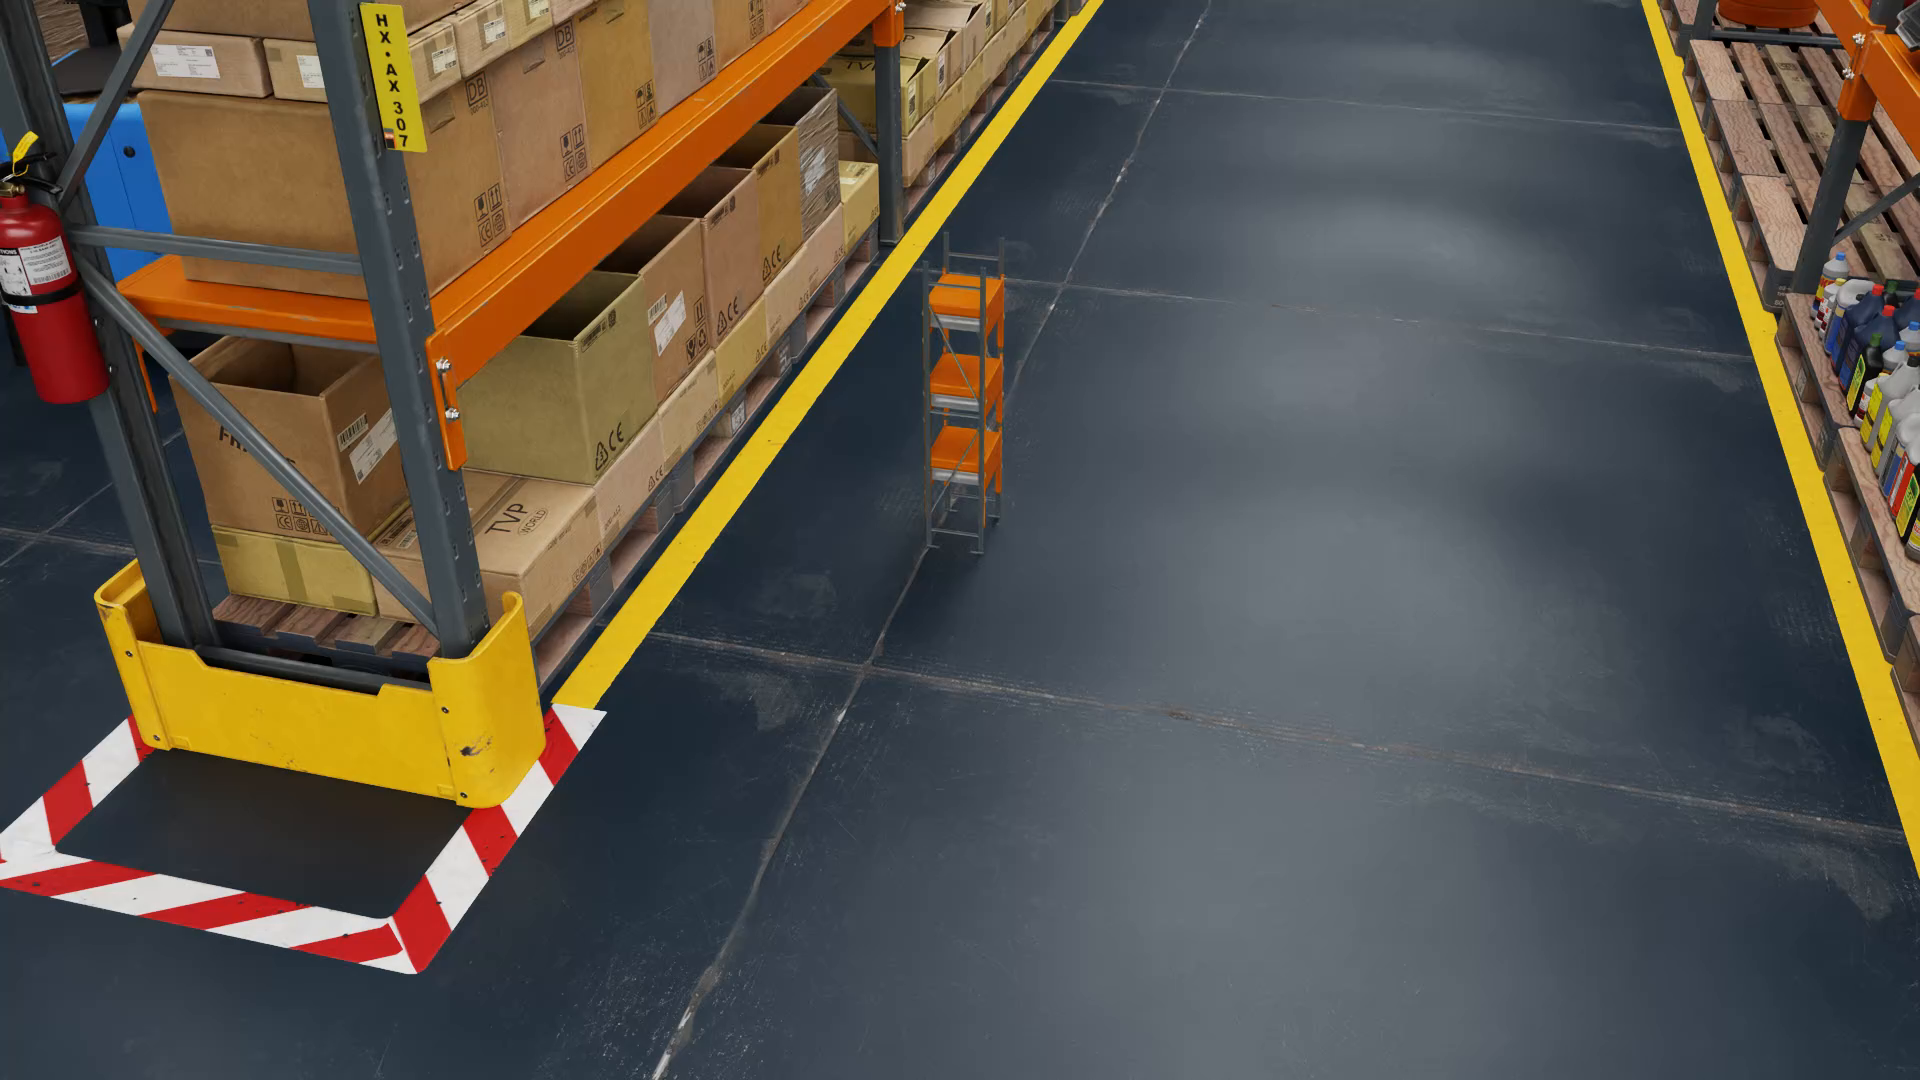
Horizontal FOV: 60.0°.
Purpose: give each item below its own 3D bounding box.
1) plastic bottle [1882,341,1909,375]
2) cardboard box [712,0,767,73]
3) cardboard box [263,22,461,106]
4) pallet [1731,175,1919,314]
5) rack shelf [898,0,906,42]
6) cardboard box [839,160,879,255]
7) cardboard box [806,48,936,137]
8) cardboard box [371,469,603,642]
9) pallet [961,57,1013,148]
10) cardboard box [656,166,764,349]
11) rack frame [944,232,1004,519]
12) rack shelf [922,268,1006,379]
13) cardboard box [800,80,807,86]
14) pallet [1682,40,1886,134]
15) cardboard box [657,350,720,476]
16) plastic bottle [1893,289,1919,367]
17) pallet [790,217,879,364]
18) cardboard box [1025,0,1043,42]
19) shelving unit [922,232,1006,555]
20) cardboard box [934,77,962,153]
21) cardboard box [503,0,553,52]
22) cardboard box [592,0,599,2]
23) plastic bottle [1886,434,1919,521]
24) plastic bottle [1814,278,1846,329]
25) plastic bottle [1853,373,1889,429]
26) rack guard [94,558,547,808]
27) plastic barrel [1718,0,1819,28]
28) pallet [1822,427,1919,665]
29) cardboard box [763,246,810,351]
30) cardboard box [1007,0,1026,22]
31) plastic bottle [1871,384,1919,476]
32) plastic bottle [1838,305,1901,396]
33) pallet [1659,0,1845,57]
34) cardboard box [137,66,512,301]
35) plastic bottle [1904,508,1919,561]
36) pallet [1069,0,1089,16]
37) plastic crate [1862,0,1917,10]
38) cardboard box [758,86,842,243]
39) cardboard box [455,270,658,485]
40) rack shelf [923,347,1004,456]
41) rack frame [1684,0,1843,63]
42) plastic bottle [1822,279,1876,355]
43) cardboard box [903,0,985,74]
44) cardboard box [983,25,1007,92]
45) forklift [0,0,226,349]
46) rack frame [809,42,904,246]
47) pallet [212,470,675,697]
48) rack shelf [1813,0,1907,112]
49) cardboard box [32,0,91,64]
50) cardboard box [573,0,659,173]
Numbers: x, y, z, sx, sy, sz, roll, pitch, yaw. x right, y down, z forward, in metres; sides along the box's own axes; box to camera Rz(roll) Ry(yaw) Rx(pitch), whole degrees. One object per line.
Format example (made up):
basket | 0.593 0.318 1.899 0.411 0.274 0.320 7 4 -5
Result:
plastic bottle | 3.364 -0.591 6.016 0.097 0.271 0.097 0 32 0
cardboard box | -1.136 -2.051 6.087 0.700 0.500 0.500 9 33 13
cardboard box | -1.478 -1.189 4.127 0.380 0.149 0.250 8 33 12
pallet | 4.181 -1.334 7.652 1.003 0.211 1.213 8 33 12
rack shelf | -0.264 -3.509 9.144 1.077 0.370 4.000 8 33 12
cardboard box | -0.677 -1.521 7.518 0.500 0.250 0.500 8 33 12
cardboard box | -0.425 -2.209 8.077 0.500 0.311 0.500 8 33 13
cardboard box | -1.435 0.036 5.068 0.500 0.250 0.500 8 33 12
pallet | -0.314 -2.621 9.675 1.003 0.211 1.213 8 33 12
cardboard box | -1.052 -1.058 6.091 0.500 0.500 0.500 8 33 12
rack frame | 0.045 -0.534 5.612 0.200 1.050 0.008 8 33 12
rack shelf | 0.014 -0.701 5.365 0.215 0.259 0.240 8 33 12
cardboard box | -0.946 -2.277 8.185 0.500 0.311 0.500 8 33 12
pallet | 4.800 -2.600 9.644 1.003 0.211 1.213 8 33 12
cardboard box | -1.184 -0.483 5.885 0.500 0.250 0.500 8 33 12
plastic bottle | 3.552 -0.784 6.246 0.144 0.351 0.185 8 33 12
pallet | -1.014 -1.191 7.426 1.003 0.211 1.213 8 33 12
cardboard box | 0.219 -3.293 10.305 0.500 0.250 0.500 8 33 12
shelving unit | 0.014 -0.471 5.512 0.215 1.050 0.252 8 33 12
cardboard box | -0.298 -2.232 8.637 0.500 0.250 0.500 9 33 14
cardboard box | -1.349 -1.456 4.546 0.380 0.149 0.250 8 33 13
cardboard box | -1.218 -1.725 4.970 0.380 0.149 0.250 7 33 11
plastic bottle | 3.136 -0.199 5.395 0.152 0.276 0.135 8 33 13
plastic bottle | 3.488 -0.945 6.638 0.097 0.201 0.097 0 32 0
plastic bottle | 3.270 -0.499 5.937 0.097 0.201 0.097 0 32 0
rack guard | -1.792 0.369 4.704 1.175 0.500 0.348 8 33 12
plastic barrel | 5.142 -3.692 10.392 0.600 0.830 0.708 8 33 12
pallet | 3.501 0.056 5.464 1.003 0.211 1.213 8 33 12
cardboard box | -0.927 -1.001 6.701 0.500 0.250 0.500 8 33 12
cardboard box | 0.093 -3.266 9.741 0.500 0.311 0.500 8 33 12
plastic bottle | 3.210 -0.389 5.624 0.144 0.351 0.185 9 34 14
plastic bottle | 3.365 -0.706 6.123 0.144 0.351 0.185 7 33 10
pallet | 5.194 -3.412 10.920 1.003 0.211 1.213 8 33 12
cardboard box | -1.655 -0.982 4.405 0.700 0.500 0.500 8 33 12
plastic bottle | 3.046 -0.040 5.215 0.097 0.201 0.097 0 32 0
pallet | 0.470 -4.056 11.933 1.003 0.211 1.213 8 33 12
plastic crate | 3.846 -2.418 6.698 0.402 0.464 0.583 8 33 12
cardboard box | -0.816 -1.580 6.911 0.500 0.500 0.500 8 33 12
cardboard box | -1.310 -0.540 5.276 0.500 0.500 0.500 8 33 12
rack shelf | 0.014 -0.462 5.518 0.215 0.259 0.240 8 33 12
rack frame | 5.034 -4.174 9.520 1.000 3.000 0.127 8 33 12
plastic bottle | 3.459 -0.857 6.431 0.152 0.276 0.135 9 34 14
cardboard box | -0.163 -2.736 8.907 0.500 0.311 0.500 7 33 11
cardboard box | -0.039 -2.765 9.475 0.500 0.250 0.500 9 33 13
forklift | -3.240 -2.779 7.389 1.130 2.935 3.031 0 32 1
rack frame | -0.771 -2.775 7.318 1.000 3.000 0.127 8 33 12
pallet | -1.633 0.075 5.435 1.003 0.211 1.213 8 33 12
rack shelf | 4.527 -2.832 8.080 1.077 0.370 4.000 8 33 12
cardboard box | -5.393 -2.962 9.533 0.700 0.500 0.500 9 34 14
cardboard box | -1.395 -1.512 5.239 0.700 0.500 0.500 8 33 13
